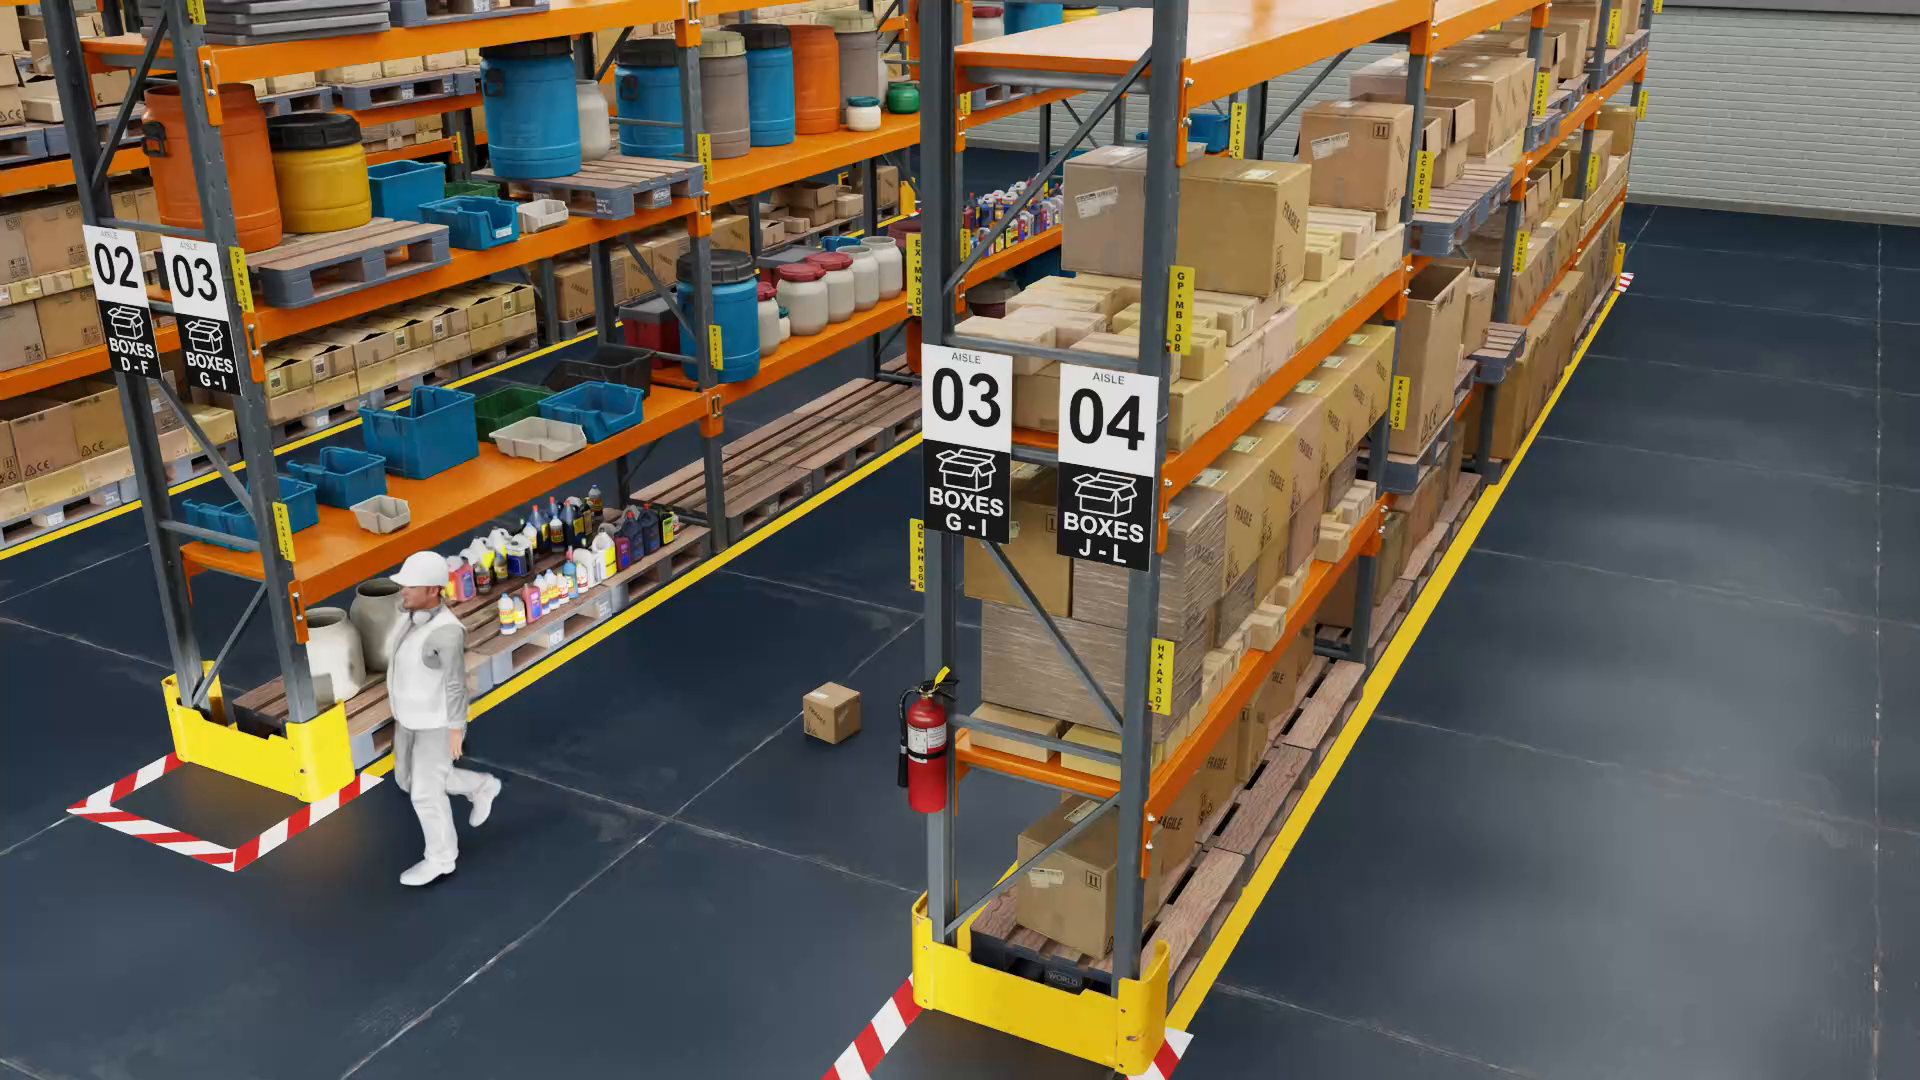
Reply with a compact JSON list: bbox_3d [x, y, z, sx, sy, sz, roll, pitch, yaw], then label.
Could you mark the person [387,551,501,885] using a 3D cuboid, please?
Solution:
[{"bbox_3d":[-2.691,0.883,8.546,0.669,1.756,0.539,-17,28,-36],"label":"person"}]
